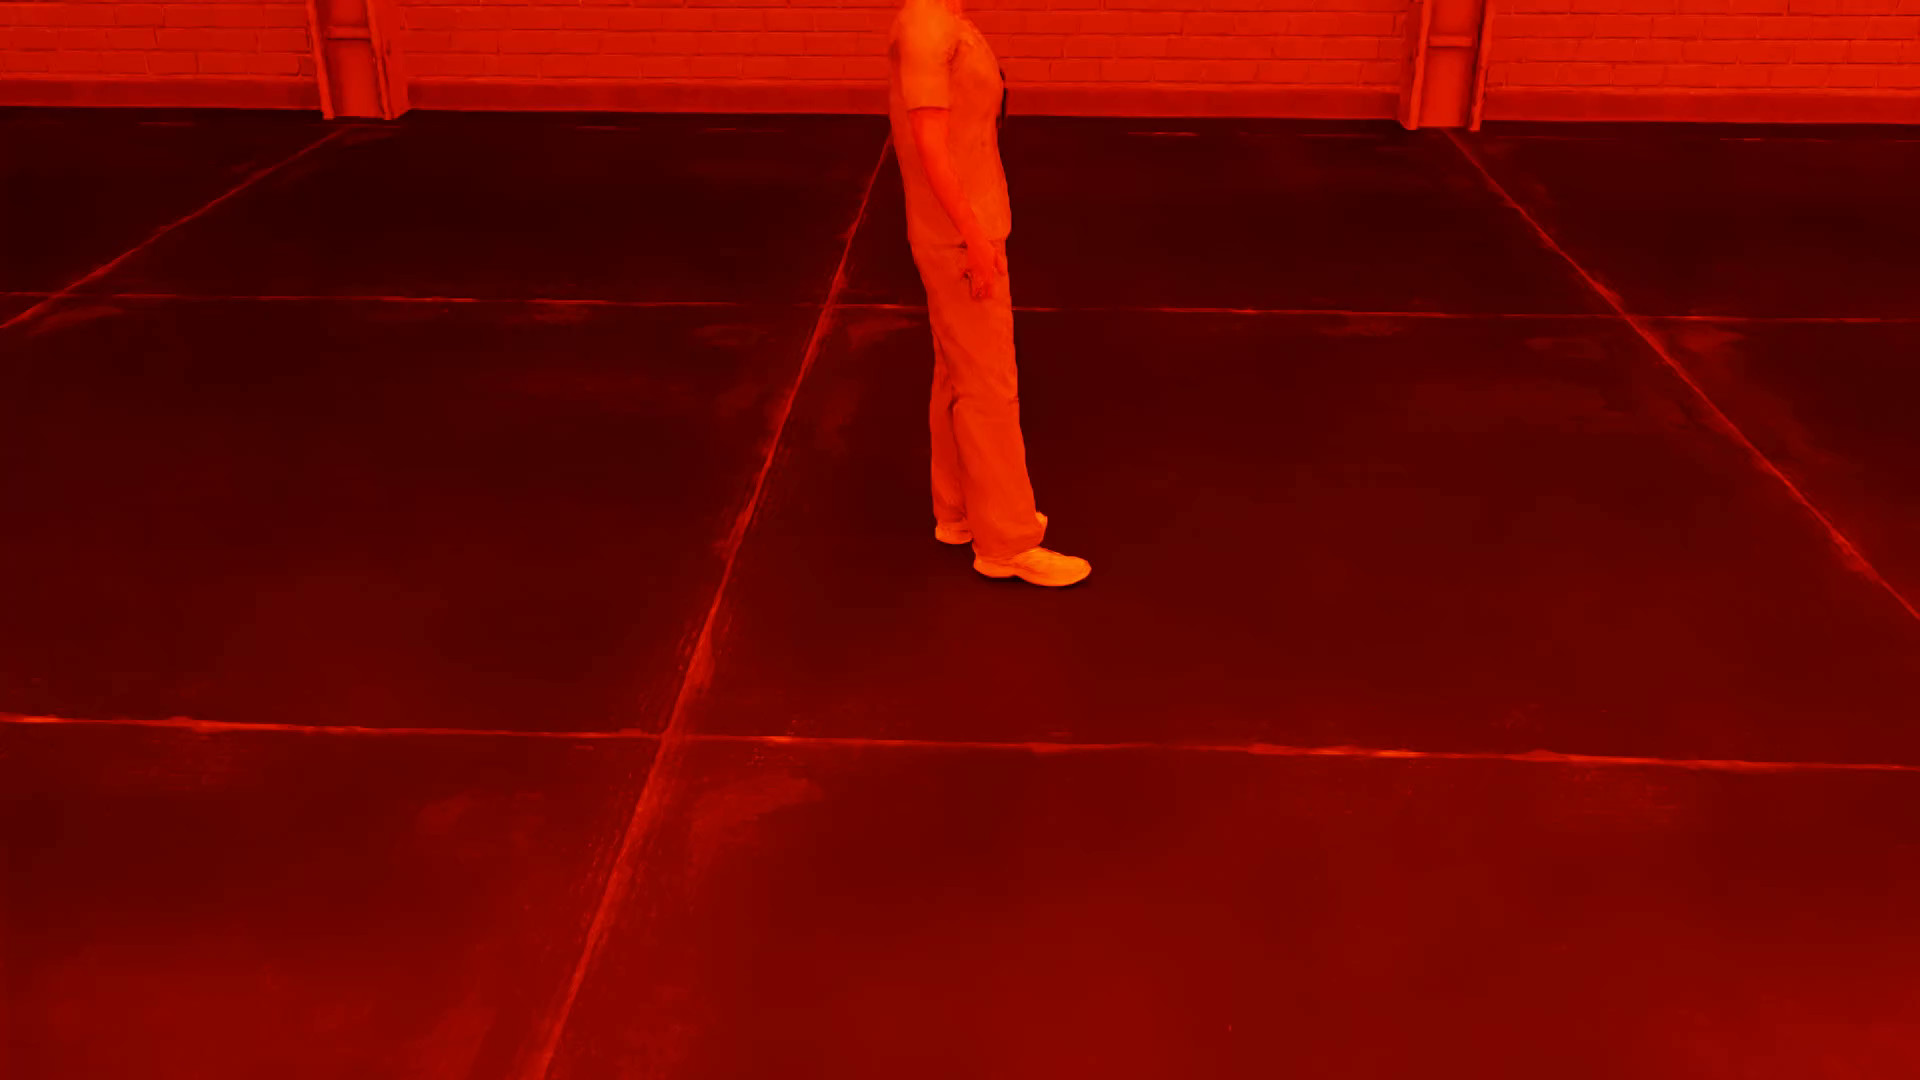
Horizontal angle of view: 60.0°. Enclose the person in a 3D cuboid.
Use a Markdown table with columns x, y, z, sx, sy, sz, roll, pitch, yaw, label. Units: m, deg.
| x | y | z | sx | sy | sz | roll | pitch | yaw | label |
| --- | --- | --- | --- | --- | --- | --- | --- | --- | --- |
| 0.084 | -0.740 | 4.137 | 0.526 | 1.652 | 0.550 | 1 | 26 | 2 | person |
